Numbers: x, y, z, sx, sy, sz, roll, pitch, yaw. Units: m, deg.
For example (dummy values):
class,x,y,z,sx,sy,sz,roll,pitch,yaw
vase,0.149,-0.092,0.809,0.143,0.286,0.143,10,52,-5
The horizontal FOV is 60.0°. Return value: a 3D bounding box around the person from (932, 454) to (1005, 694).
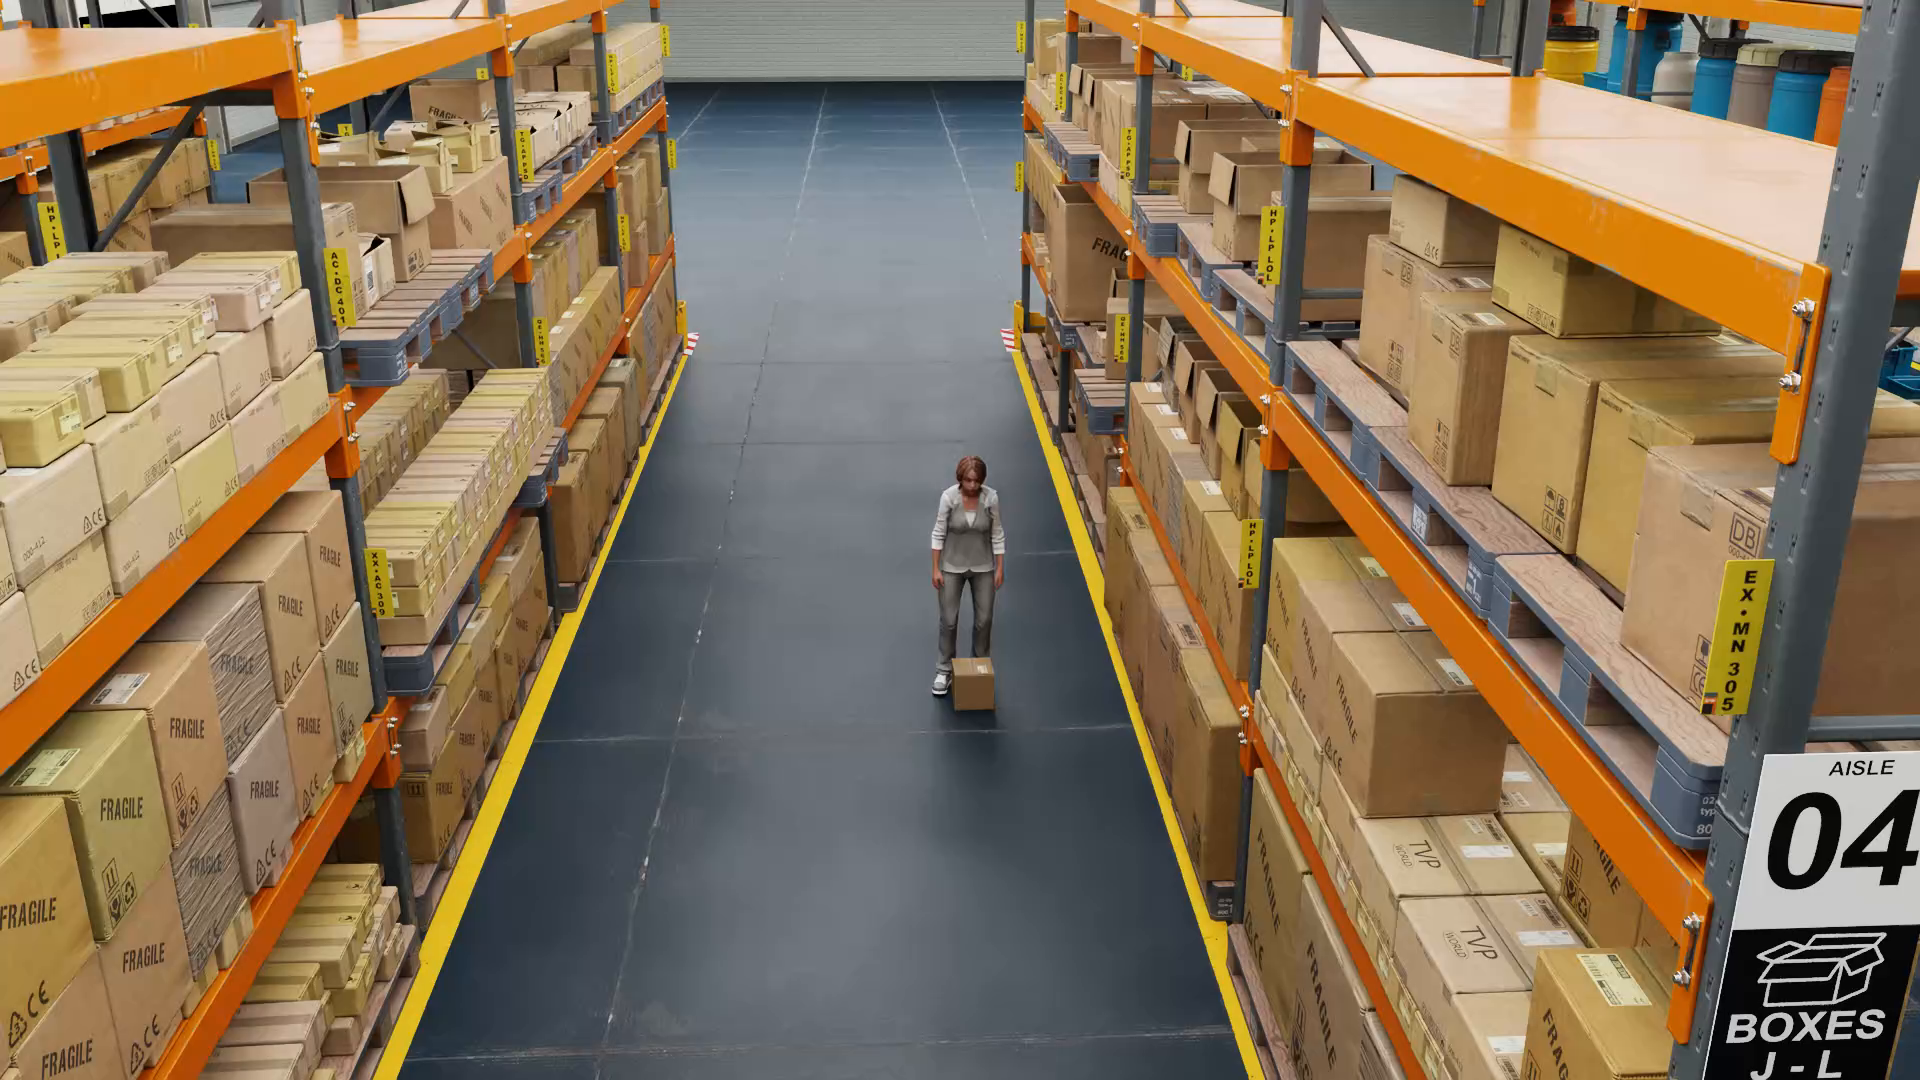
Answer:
class,x,y,z,sx,sy,sz,roll,pitch,yaw
person,0.049,0.206,10.551,0.472,1.591,0.350,-1,21,-4
